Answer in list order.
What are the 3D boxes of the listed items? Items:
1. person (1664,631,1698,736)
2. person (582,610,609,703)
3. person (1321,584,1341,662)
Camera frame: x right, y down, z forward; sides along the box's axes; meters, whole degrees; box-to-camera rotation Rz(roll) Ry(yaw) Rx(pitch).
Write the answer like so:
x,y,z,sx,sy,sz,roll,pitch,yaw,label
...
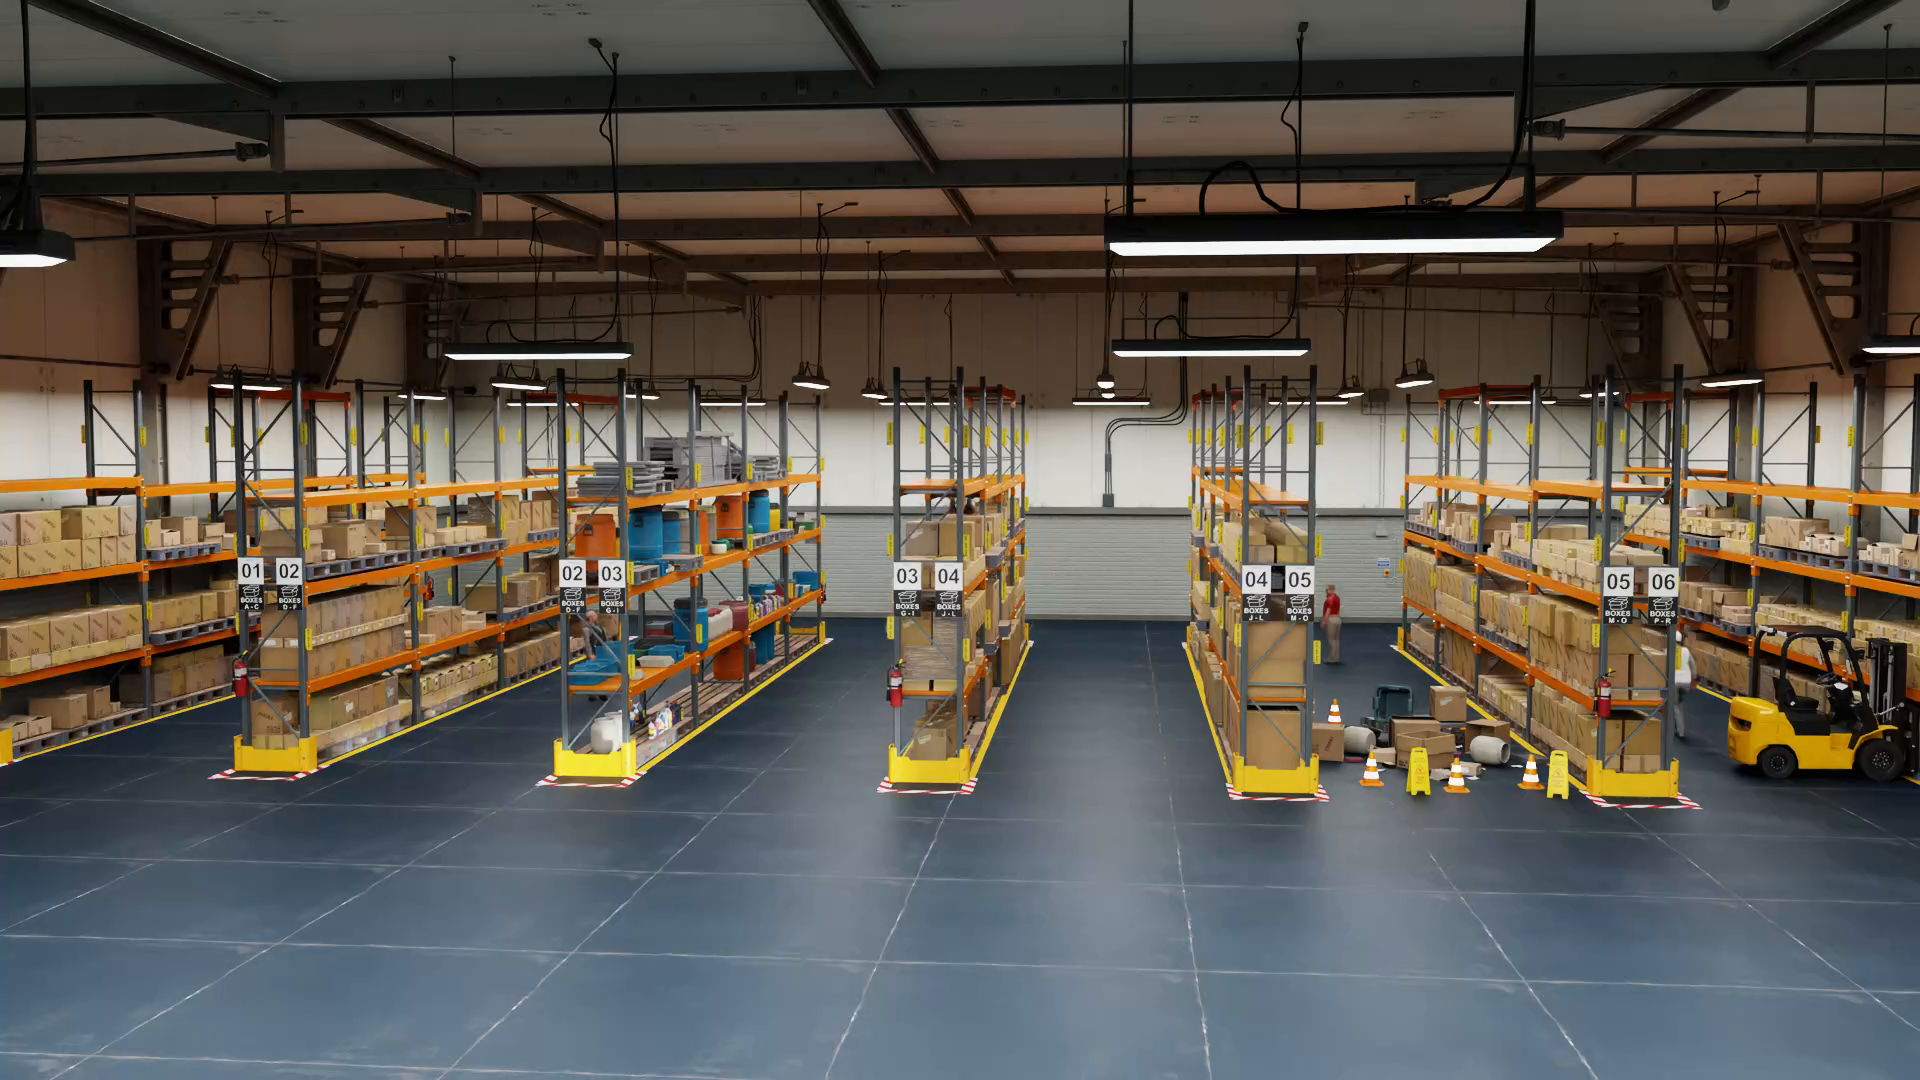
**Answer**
x,y,z,sx,sy,sz,roll,pitch,yaw,label
12.041,2.426,27.912,0.698,1.795,0.667,0,4,3,person
-6.876,2.256,31.614,0.516,1.675,0.580,3,4,36,person
8.239,1.847,36.853,0.387,1.735,0.554,2,4,34,person
